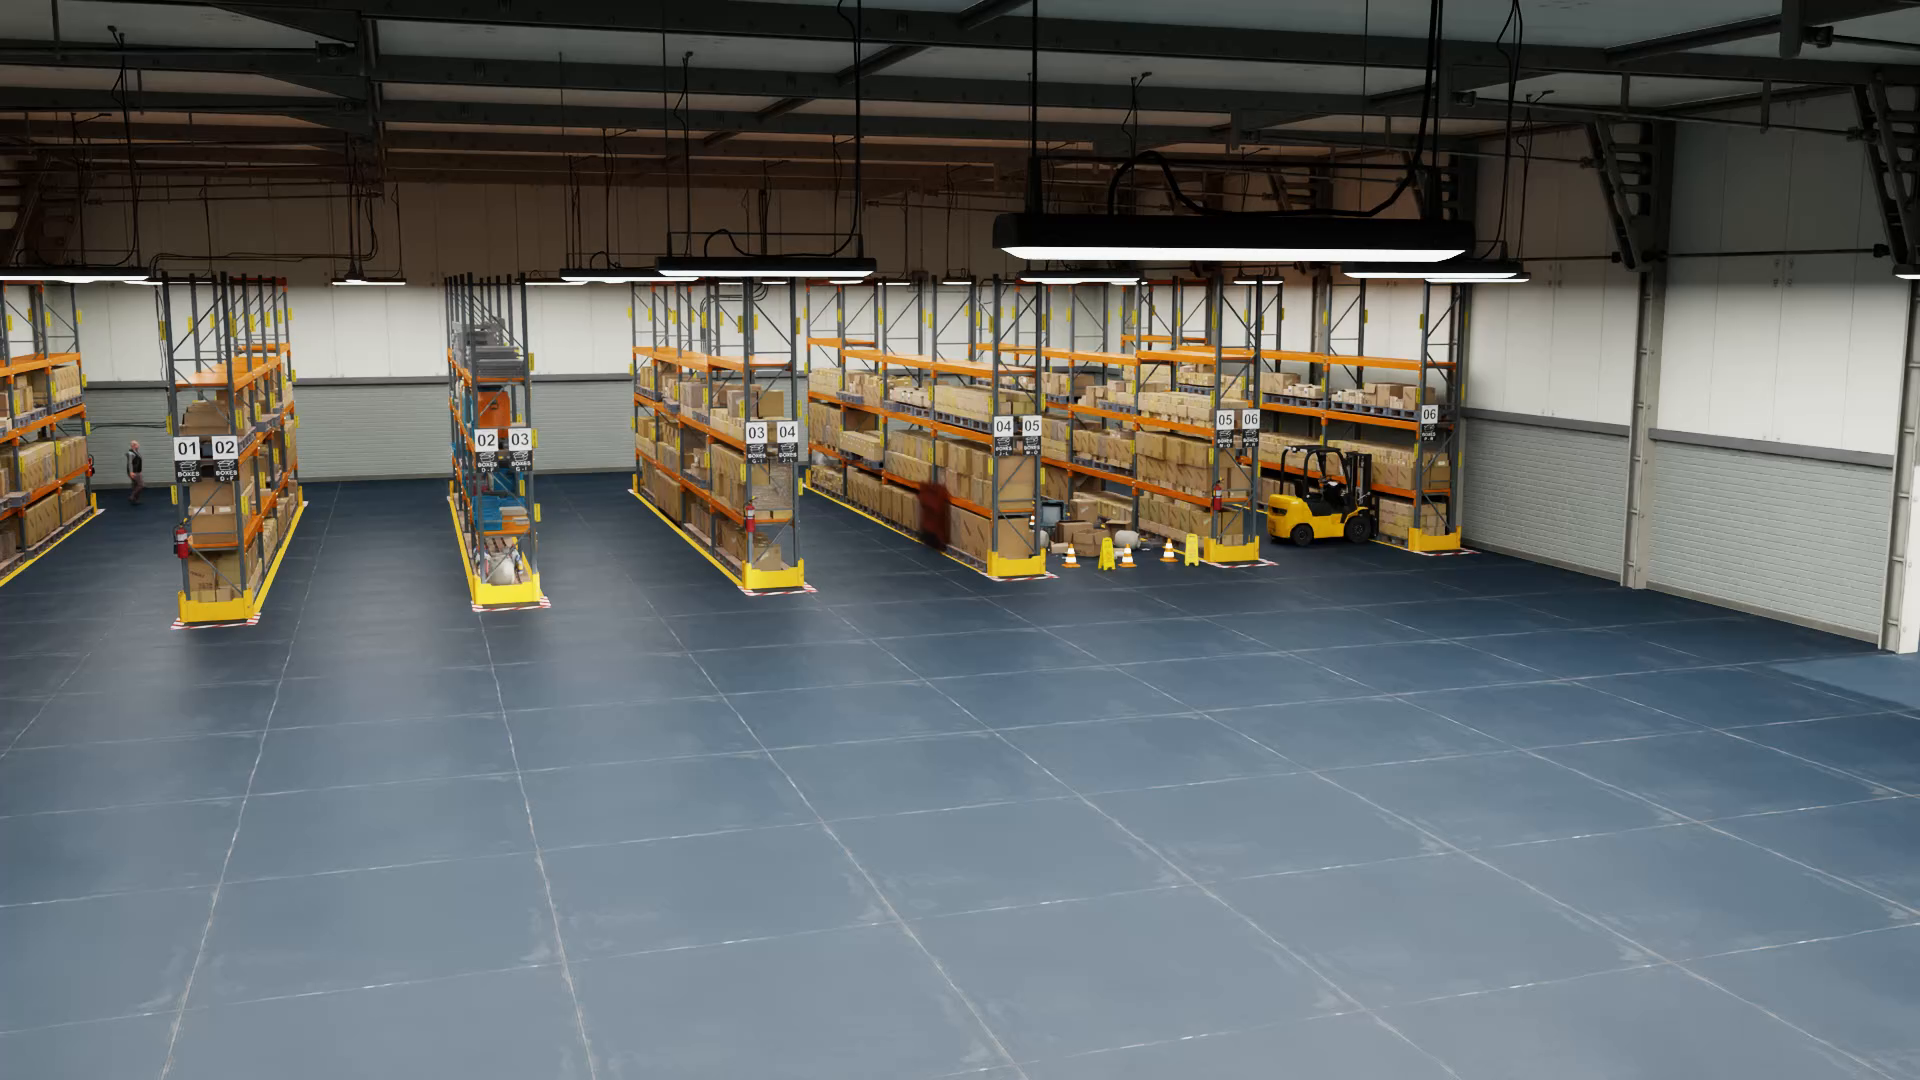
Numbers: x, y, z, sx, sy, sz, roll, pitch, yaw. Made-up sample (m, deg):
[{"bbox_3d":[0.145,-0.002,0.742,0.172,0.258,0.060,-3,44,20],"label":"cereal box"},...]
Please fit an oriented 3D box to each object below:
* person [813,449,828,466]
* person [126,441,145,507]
[{"bbox_3d":[-4.200,-2.704,50.381,0.440,1.647,0.756,6,10,33],"label":"person"},{"bbox_3d":[-21.797,-1.768,43.982,0.421,1.729,0.564,-3,9,-19],"label":"person"}]
